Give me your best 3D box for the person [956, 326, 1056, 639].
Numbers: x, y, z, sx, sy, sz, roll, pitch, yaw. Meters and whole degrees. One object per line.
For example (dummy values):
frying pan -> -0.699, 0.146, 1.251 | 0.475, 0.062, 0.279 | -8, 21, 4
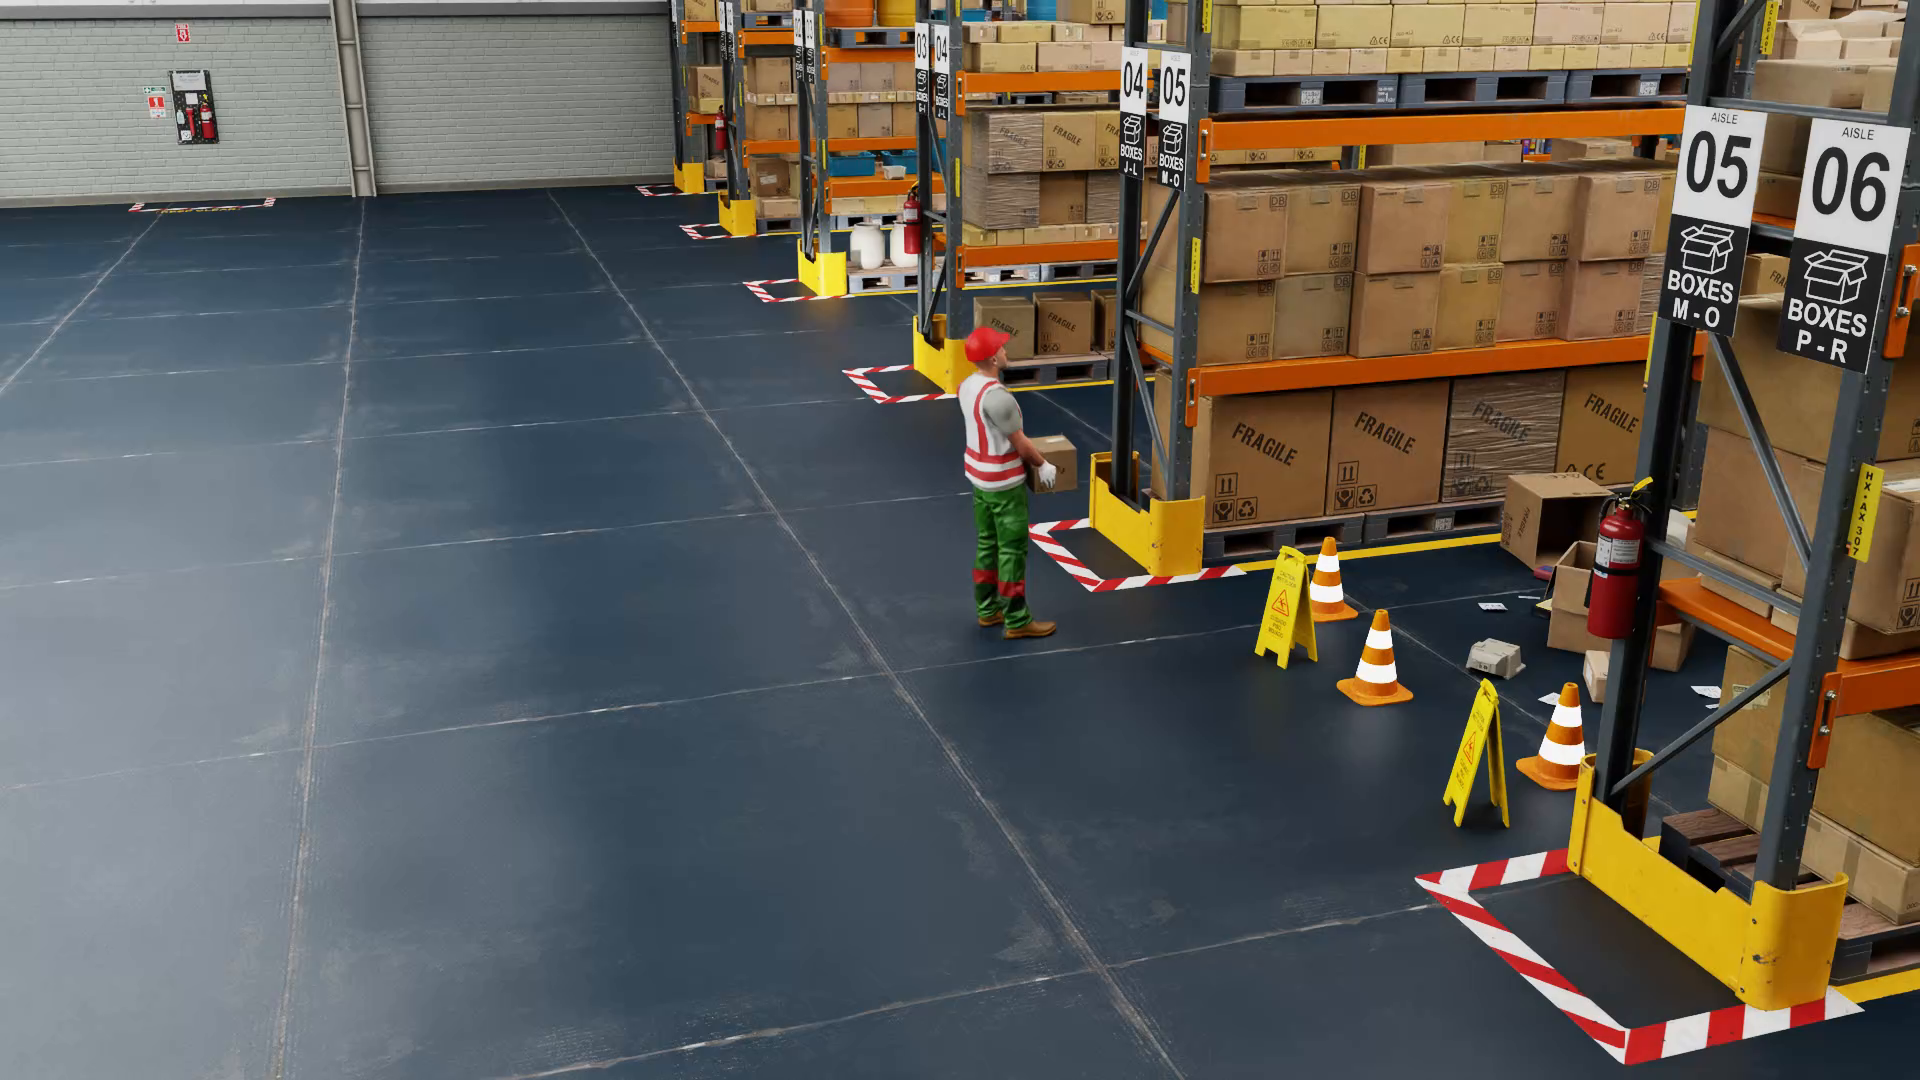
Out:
person -> 0.281, -0.344, 9.517 | 0.538, 1.793, 0.536 | -8, 21, -22
